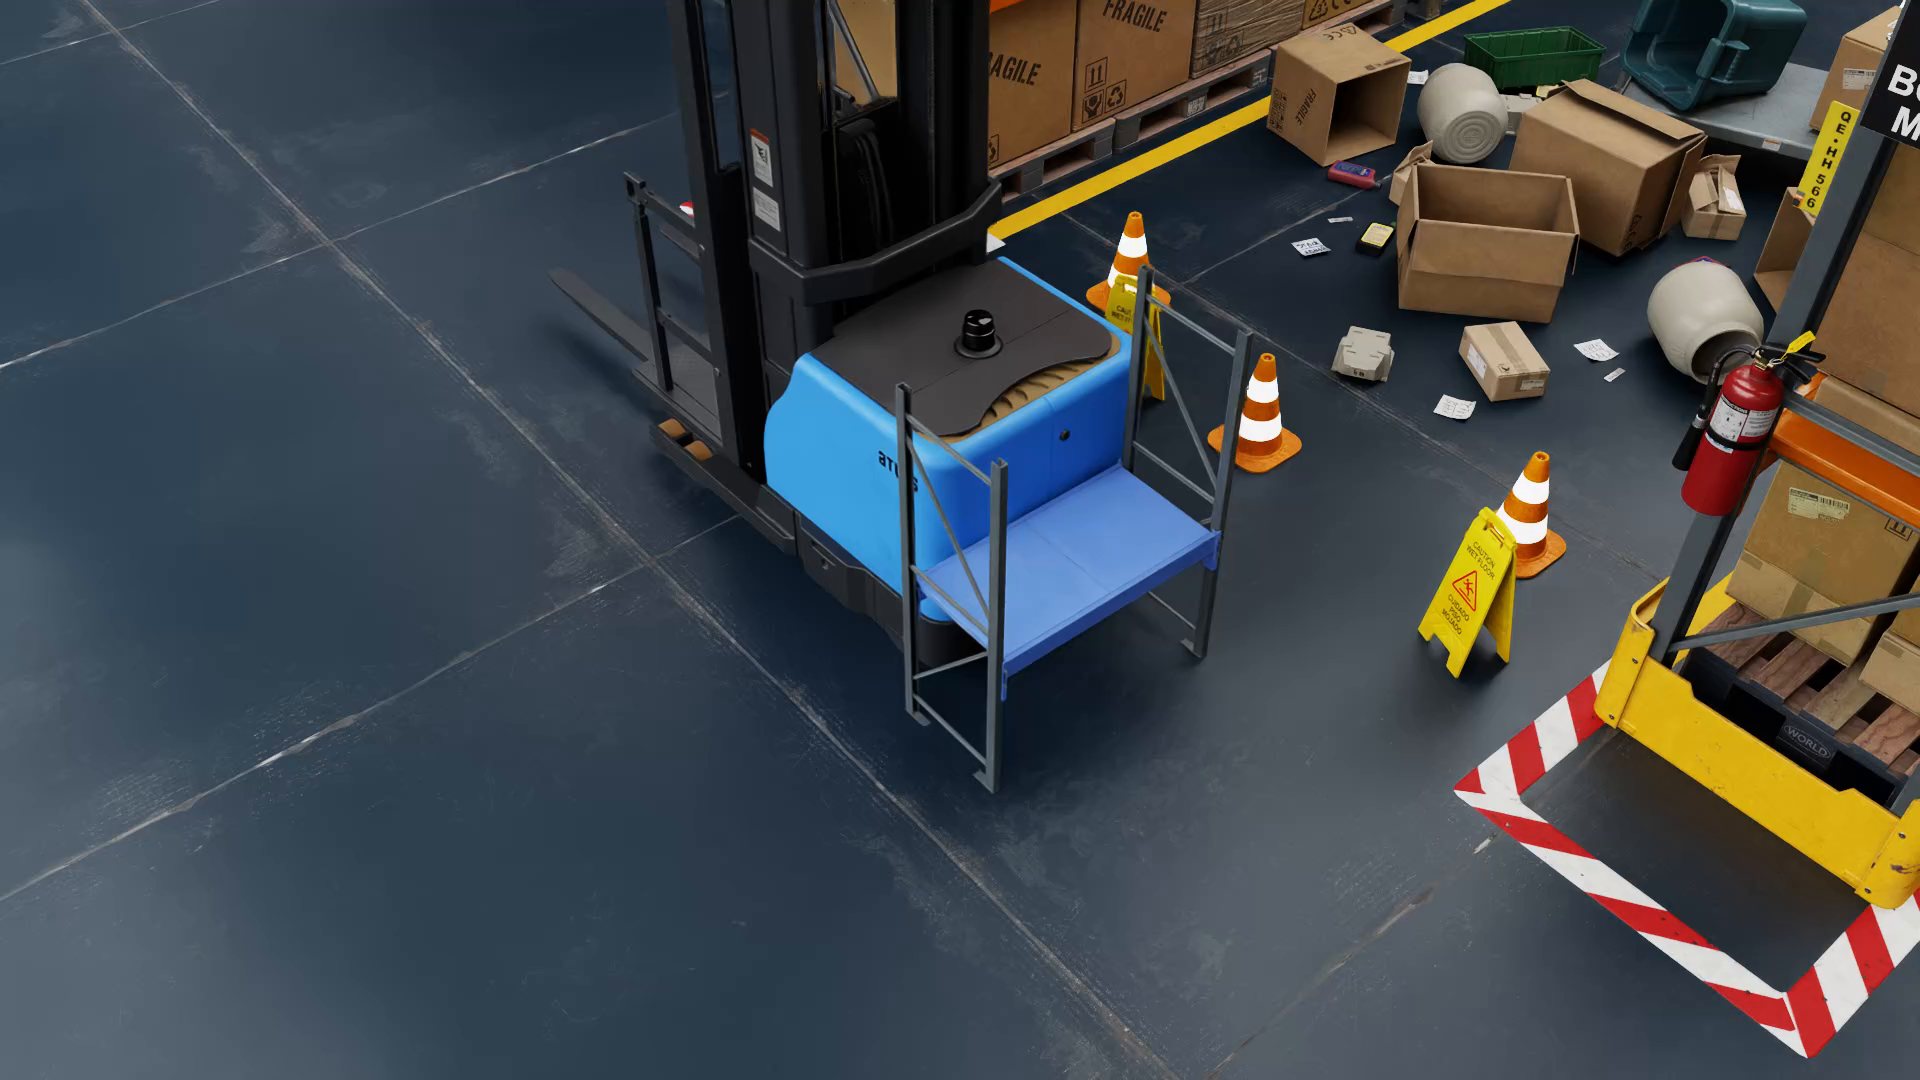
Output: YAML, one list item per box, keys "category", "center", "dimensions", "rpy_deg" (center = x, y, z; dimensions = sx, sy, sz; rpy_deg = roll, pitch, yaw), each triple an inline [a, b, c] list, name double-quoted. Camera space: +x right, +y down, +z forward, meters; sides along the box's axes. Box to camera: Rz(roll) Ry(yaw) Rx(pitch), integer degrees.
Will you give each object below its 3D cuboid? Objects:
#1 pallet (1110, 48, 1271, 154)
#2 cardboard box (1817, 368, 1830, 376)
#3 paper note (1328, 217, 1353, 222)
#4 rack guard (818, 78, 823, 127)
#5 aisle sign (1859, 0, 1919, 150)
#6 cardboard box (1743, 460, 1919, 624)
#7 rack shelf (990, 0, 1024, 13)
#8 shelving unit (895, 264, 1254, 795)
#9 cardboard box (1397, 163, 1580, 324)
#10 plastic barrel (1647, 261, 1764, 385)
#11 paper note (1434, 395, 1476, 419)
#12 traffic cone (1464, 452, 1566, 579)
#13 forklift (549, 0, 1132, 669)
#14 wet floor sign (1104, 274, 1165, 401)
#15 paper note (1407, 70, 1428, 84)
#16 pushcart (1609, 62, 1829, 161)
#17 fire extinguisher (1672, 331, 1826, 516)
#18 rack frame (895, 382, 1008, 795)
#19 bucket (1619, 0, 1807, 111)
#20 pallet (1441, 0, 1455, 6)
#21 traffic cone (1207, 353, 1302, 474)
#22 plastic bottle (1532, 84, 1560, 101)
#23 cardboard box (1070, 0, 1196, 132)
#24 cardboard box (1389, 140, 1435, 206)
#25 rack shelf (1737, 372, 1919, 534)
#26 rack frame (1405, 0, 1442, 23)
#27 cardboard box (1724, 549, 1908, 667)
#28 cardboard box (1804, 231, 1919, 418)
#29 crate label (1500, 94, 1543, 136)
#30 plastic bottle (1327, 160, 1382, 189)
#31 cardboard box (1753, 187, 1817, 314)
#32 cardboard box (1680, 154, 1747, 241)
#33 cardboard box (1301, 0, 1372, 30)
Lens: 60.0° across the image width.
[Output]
- category: "pallet"
  center: [0.988, -2.675, 9.444]
  dimensions: [1.213, 0.211, 1.003]
  rpy_deg: [-30, 51, -28]
- category: "cardboard box"
  center: [3.016, -0.566, 5.345]
  dimensions: [0.250, 0.149, 0.380]
  rpy_deg: [-30, 51, -28]
- category: "paper note"
  center: [1.941, -1.634, 8.483]
  dimensions: [0.123, 0.001, 0.032]
  rpy_deg: [-7, 44, -7]
- category: "rack guard"
  center: [-0.529, -1.844, 8.348]
  dimensions: [0.348, 0.500, 1.175]
  rpy_deg: [-30, 51, -28]
- category: "aisle sign"
  center: [2.510, -1.284, 4.027]
  dimensions: [0.004, 0.787, 0.394]
  rpy_deg: [-30, 51, -28]
- category: "cardboard box"
  center: [3.190, -0.124, 5.845]
  dimensions: [0.500, 0.500, 0.500]
  rpy_deg: [-29, 51, -28]
- category: "rack shelf"
  center: [1.024, -3.382, 8.686]
  dimensions: [4.000, 0.370, 1.077]
  rpy_deg: [-30, 51, -28]
- category: "shelving unit"
  center: [0.366, -0.016, 5.672]
  dimensions: [1.048, 1.500, 0.538]
  rpy_deg: [-29, 50, -27]
- category: "cardboard box"
  center: [2.466, -1.402, 7.875]
  dimensions: [0.797, 0.503, 0.637]
  rpy_deg: [7, 44, 7]
- category: "plastic barrel"
  center: [3.356, -0.974, 7.478]
  dimensions: [0.421, 0.421, 0.512]
  rpy_deg: [0, 43, 0]
- category: "paper note"
  center: [2.191, -0.589, 7.355]
  dimensions: [0.148, 0.019, 0.142]
  rpy_deg: [22, 47, 21]
- category: "traffic cone"
  center: [2.245, -0.153, 6.574]
  dimensions: [0.334, 0.463, 0.336]
  rpy_deg: [-30, 51, -28]
- category: "forklift"
  center: [-0.670, -1.524, 6.232]
  dimensions: [1.130, 2.935, 3.031]
  rpy_deg: [-31, 51, -29]
- category: "wet floor sign"
  center: [0.738, -0.855, 7.189]
  dimensions: [0.267, 0.644, 0.232]
  rpy_deg: [30, 51, 28]
- category: "paper note"
  center: [2.623, -2.670, 9.570]
  dimensions: [0.147, 0.020, 0.142]
  rpy_deg: [7, 44, 7]
- category: "pushcart"
  center: [4.310, -2.187, 8.803]
  dimensions: [1.648, 0.377, 0.936]
  rpy_deg: [22, 47, 21]
- category: "fire extinguisher"
  center: [2.360, -0.375, 5.014]
  dimensions: [0.183, 0.674, 0.296]
  rpy_deg: [-30, 51, -28]
- category: "rack frame"
  center: [-0.029, 0.203, 5.439]
  dimensions: [0.032, 1.500, 0.500]
  rpy_deg: [-29, 50, -27]
- category: "bucket"
  center: [3.933, -2.613, 8.622]
  dimensions: [0.620, 0.611, 0.726]
  rpy_deg: [-6, 43, -21]
- category: "pallet"
  center: [3.101, -3.885, 10.732]
  dimensions: [1.213, 0.211, 1.003]
  rpy_deg: [-30, 51, -28]
- category: "traffic cone"
  center: [1.272, -0.586, 7.036]
  dimensions: [0.334, 0.463, 0.336]
  rpy_deg: [-30, 51, -28]
- category: "plastic bottle"
  center: [3.314, -2.538, 9.408]
  dimensions: [0.133, 0.061, 0.283]
  rpy_deg: [14, 45, 15]
- category: "cardboard box"
  center: [0.641, -2.865, 8.854]
  dimensions: [0.875, 0.875, 0.875]
  rpy_deg: [-31, 51, -28]
- category: "cardboard box"
  center: [2.421, -1.804, 8.477]
  dimensions: [0.258, 0.266, 0.396]
  rpy_deg: [-21, 47, -21]
- category: "rack shelf"
  center: [4.277, -0.827, 5.965]
  dimensions: [4.000, 0.370, 1.077]
  rpy_deg: [-30, 51, -28]
- category: "rack frame"
  center: [2.558, -4.523, 9.375]
  dimensions: [0.127, 3.000, 1.000]
  rpy_deg: [-30, 51, -28]
- category: "cardboard box"
  center: [3.209, 0.131, 6.121]
  dimensions: [0.500, 0.250, 0.500]
  rpy_deg: [-30, 51, -28]
- category: "cardboard box"
  center: [2.983, -0.739, 5.055]
  dimensions: [0.500, 0.500, 0.500]
  rpy_deg: [-31, 51, -29]
- category: "crate label"
  center: [3.073, -2.344, 9.146]
  dimensions: [0.298, 0.136, 0.250]
  rpy_deg: [7, 44, 7]
- category: "plastic bottle"
  center: [2.090, -1.914, 8.743]
  dimensions: [0.283, 0.061, 0.133]
  rpy_deg: [22, 47, 21]
- category: "cardboard box"
  center: [4.116, -1.302, 7.769]
  dimensions: [0.500, 0.500, 0.500]
  rpy_deg: [0, 43, 0]
- category: "cardboard box"
  center: [3.809, -1.741, 8.409]
  dimensions: [0.258, 0.266, 0.396]
  rpy_deg: [7, 44, 7]
- category: "cardboard box"
  center: [2.031, -3.662, 9.703]
  dimensions: [0.875, 0.875, 0.875]
  rpy_deg: [-29, 50, -27]
